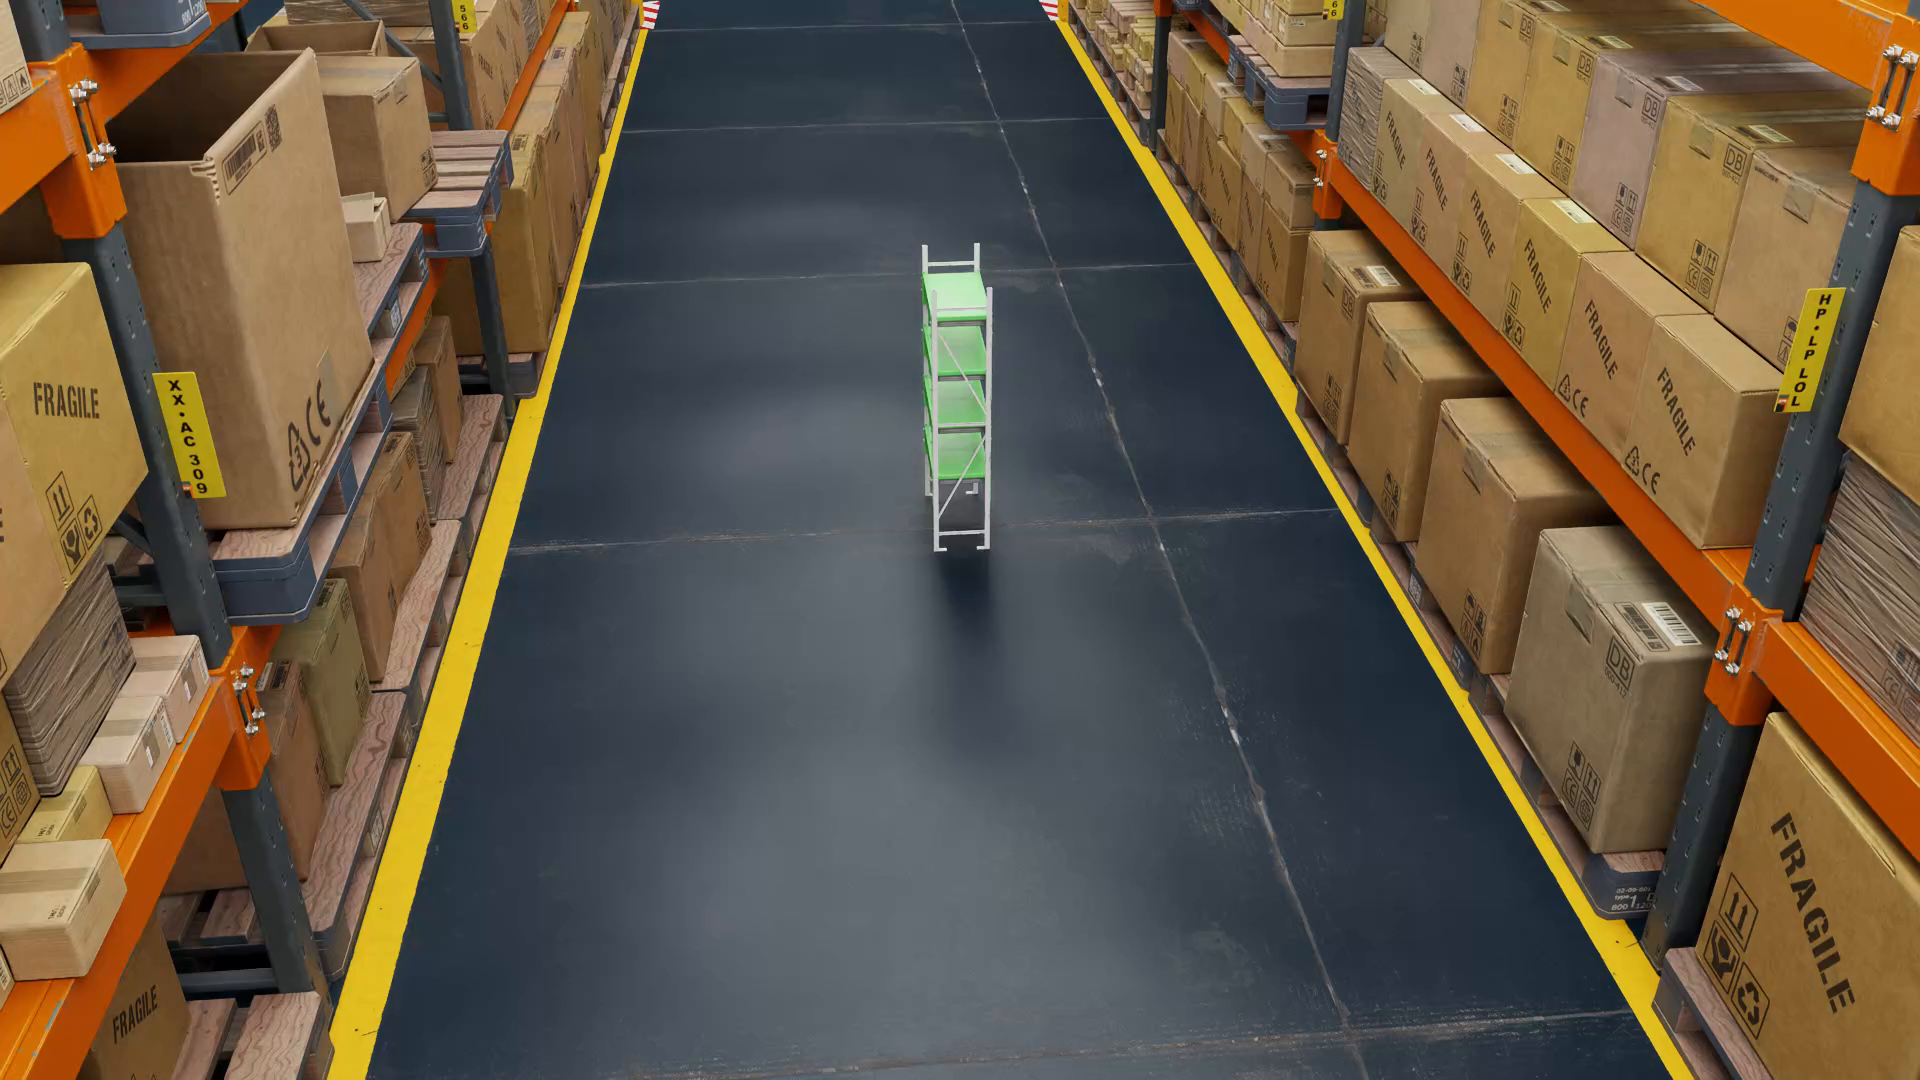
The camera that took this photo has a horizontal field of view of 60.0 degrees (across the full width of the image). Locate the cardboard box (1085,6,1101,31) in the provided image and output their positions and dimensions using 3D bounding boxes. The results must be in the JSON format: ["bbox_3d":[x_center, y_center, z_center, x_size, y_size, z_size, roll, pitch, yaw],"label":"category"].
[{"bbox_3d":[1.266,-4.435,14.120,0.380,0.149,0.250,-2,31,-4],"label":"cardboard box"}]

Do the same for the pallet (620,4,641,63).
[{"bbox_3d":[-3.310,-4.365,14.352,1.003,0.211,1.213,-3,31,-5],"label":"pallet"}]

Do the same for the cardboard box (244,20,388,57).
[{"bbox_3d":[-2.625,-1.832,6.885,0.500,0.500,0.500,-6,31,-11],"label":"cardboard box"}]

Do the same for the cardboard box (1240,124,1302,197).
[{"bbox_3d":[1.849,-2.092,9.123,0.500,0.250,0.500,-2,31,-4],"label":"cardboard box"}]

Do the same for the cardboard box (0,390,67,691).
[{"bbox_3d":[-1.978,0.032,2.909,0.500,0.500,0.500,-3,31,-5],"label":"cardboard box"}]

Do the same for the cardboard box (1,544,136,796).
[{"bbox_3d":[-2.361,0.222,3.566,0.875,0.500,0.500,-3,31,-5],"label":"cardboard box"}]

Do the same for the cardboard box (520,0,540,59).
[{"bbox_3d":[-2.637,-2.967,9.194,0.500,0.500,0.500,-3,31,-4],"label":"cardboard box"}]

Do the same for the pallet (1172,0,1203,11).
[{"bbox_3d":[1.785,-3.631,10.591,1.003,0.211,1.213,-3,31,-5],"label":"pallet"}]

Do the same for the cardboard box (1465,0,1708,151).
[{"bbox_3d":[2.363,-1.791,6.251,0.700,0.500,0.500,-3,31,-5],"label":"cardboard box"}]

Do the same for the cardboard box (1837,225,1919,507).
[{"bbox_3d":[2.606,-0.364,3.735,0.875,0.550,0.550,-3,31,-5],"label":"cardboard box"}]

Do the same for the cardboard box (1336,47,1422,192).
[{"bbox_3d":[2.005,-1.869,7.357,0.500,0.500,0.500,-2,31,-4],"label":"cardboard box"}]

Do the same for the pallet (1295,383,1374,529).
[{"bbox_3d":[2.231,-0.465,7.823,1.003,0.211,1.213,-3,31,-5],"label":"pallet"}]

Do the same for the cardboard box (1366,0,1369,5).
[{"bbox_3d":[2.307,-2.928,8.773,0.380,0.149,0.250,-3,31,-4],"label":"cardboard box"}]

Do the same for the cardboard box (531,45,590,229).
[{"bbox_3d":[-2.925,-2.411,10.023,1.225,0.875,0.875,-4,31,-6],"label":"cardboard box"}]

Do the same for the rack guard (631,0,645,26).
[{"bbox_3d":[-3.465,-4.906,14.976,1.175,0.500,0.348,-3,31,-5],"label":"rack guard"}]

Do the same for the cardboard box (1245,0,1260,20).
[{"bbox_3d":[1.679,-2.769,8.507,0.380,0.149,0.250,-2,31,-3],"label":"cardboard box"}]

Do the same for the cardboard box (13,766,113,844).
[{"bbox_3d":[-2.052,0.622,3.529,0.380,0.149,0.250,-3,31,-5],"label":"cardboard box"}]

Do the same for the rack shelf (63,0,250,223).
[{"bbox_3d":[-2.529,-1.840,5.182,1.077,0.370,4.000,-3,31,-5],"label":"rack shelf"}]

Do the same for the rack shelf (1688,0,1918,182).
[{"bbox_3d":[2.419,-2.026,5.494,1.077,0.370,4.000,-3,31,-5],"label":"rack shelf"}]

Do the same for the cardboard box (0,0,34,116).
[{"bbox_3d":[-2.039,-0.843,2.958,0.500,0.250,0.500,-2,31,-3],"label":"cardboard box"}]

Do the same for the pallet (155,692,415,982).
[{"bbox_3d":[-2.416,0.959,5.438,1.003,0.211,1.213,-3,31,-5],"label":"pallet"}]

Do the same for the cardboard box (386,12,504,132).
[{"bbox_3d":[-2.490,-2.187,7.888,0.500,0.500,0.500,-2,31,-3],"label":"cardboard box"}]

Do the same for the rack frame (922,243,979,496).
[{"bbox_3d":[-0.038,-0.724,7.292,0.240,1.200,0.015,-3,31,-5],"label":"rack frame"}]

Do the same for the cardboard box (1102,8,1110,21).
[{"bbox_3d":[1.394,-4.427,13.817,0.380,0.149,0.250,-4,31,-7],"label":"cardboard box"}]

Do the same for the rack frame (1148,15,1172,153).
[{"bbox_3d":[1.858,-4.111,11.207,1.000,3.000,0.127,-3,31,-5],"label":"rack frame"}]

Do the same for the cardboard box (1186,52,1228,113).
[{"bbox_3d":[1.717,-2.878,10.440,0.500,0.250,0.500,-2,31,-3],"label":"cardboard box"}]

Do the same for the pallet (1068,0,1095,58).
[{"bbox_3d":[1.532,-4.501,14.579,1.003,0.211,1.213,-3,31,-5],"label":"pallet"}]

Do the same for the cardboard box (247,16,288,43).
[{"bbox_3d":[-3.008,-2.165,7.853,0.500,0.500,0.500,-2,31,-3],"label":"cardboard box"}]

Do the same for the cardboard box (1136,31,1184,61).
[{"bbox_3d":[1.503,-3.620,12.176,0.380,0.149,0.250,-2,31,-4],"label":"cardboard box"}]

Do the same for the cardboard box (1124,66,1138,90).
[{"bbox_3d":[1.453,-3.519,12.588,0.380,0.149,0.250,-4,31,-6],"label":"cardboard box"}]

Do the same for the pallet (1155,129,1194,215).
[{"bbox_3d":[1.933,-2.516,11.257,1.003,0.211,1.213,-3,31,-5],"label":"pallet"}]

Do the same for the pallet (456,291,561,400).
[{"bbox_3d":[-2.714,-1.091,8.871,1.003,0.211,1.213,-3,31,-5],"label":"pallet"}]

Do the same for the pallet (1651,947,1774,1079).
[{"bbox_3d":[2.599,1.563,4.428,1.003,0.211,1.213,-3,31,-5],"label":"pallet"}]

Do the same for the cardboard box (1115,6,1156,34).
[{"bbox_3d":[1.408,-4.017,12.841,0.380,0.149,0.250,-4,31,-7],"label":"cardboard box"}]

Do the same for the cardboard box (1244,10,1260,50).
[{"bbox_3d":[1.682,-2.629,8.562,0.380,0.149,0.250,-2,31,-4],"label":"cardboard box"}]

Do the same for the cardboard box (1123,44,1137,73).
[{"bbox_3d":[1.432,-3.614,12.456,0.380,0.149,0.250,-4,31,-6],"label":"cardboard box"}]

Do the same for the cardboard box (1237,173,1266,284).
[{"bbox_3d":[1.866,-1.764,9.307,0.500,0.500,0.500,-2,31,-3],"label":"cardboard box"}]

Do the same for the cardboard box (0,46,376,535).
[{"bbox_3d":[-2.277,-0.690,4.486,1.000,1.000,1.000,-3,31,-4],"label":"cardboard box"}]

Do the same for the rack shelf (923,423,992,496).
[{"bbox_3d":[-0.015,-0.339,7.240,0.258,0.148,0.480,-3,31,-5],"label":"rack shelf"}]

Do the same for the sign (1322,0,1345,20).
[{"bbox_3d":[1.693,-2.501,7.460,0.100,0.325,0.005,-3,31,-5],"label":"sign"}]

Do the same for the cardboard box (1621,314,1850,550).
[{"bbox_3d":[2.291,-0.323,4.768,0.500,0.500,0.500,-3,31,-5],"label":"cardboard box"}]

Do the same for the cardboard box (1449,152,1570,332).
[{"bbox_3d":[2.147,-1.098,6.065,0.500,0.500,0.500,-3,31,-5],"label":"cardboard box"}]

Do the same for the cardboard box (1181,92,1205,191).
[{"bbox_3d":[1.714,-2.558,10.635,0.500,0.500,0.500,-1,31,-2],"label":"cardboard box"}]

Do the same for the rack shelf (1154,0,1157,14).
[{"bbox_3d":[1.671,-4.823,13.101,1.077,0.370,4.000,-3,31,-5],"label":"rack shelf"}]

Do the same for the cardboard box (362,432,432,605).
[{"bbox_3d":[-2.509,-0.085,6.476,0.700,0.500,0.500,0,31,0],"label":"cardboard box"}]

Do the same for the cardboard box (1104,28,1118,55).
[{"bbox_3d":[1.373,-4.037,13.455,0.380,0.149,0.250,-3,31,-5],"label":"cardboard box"}]

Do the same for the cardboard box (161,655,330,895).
[{"bbox_3d":[-2.378,0.729,5.112,0.700,0.500,0.500,-5,31,-8],"label":"cardboard box"}]

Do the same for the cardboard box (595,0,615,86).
[{"bbox_3d":[-3.155,-3.993,12.672,0.875,0.875,0.875,-3,31,-5],"label":"cardboard box"}]

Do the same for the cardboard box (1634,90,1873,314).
[{"bbox_3d":[2.504,-1.014,4.950,0.700,0.500,0.500,-3,31,-5],"label":"cardboard box"}]

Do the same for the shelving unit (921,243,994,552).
[{"bbox_3d":[-0.015,-0.600,7.084,0.258,1.200,0.503,-3,31,-5],"label":"shelving unit"}]

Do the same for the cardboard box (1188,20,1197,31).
[{"bbox_3d":[1.946,-3.911,12.662,0.380,0.149,0.250,-4,31,-6],"label":"cardboard box"}]

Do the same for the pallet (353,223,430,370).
[{"bbox_3d":[-2.490,-0.791,5.837,1.003,0.211,1.213,-3,31,-5],"label":"pallet"}]

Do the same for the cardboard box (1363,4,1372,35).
[{"bbox_3d":[2.314,-2.791,8.834,0.380,0.149,0.250,-1,31,-2],"label":"cardboard box"}]

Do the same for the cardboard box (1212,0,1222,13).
[{"bbox_3d":[1.614,-3.026,9.226,0.380,0.149,0.250,-2,31,-3],"label":"cardboard box"}]

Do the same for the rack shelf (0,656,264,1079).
[{"bbox_3d":[-2.155,1.490,2.532,1.077,0.370,4.000,-3,31,-5],"label":"rack shelf"}]

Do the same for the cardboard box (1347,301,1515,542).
[{"bbox_3d":[2.284,-0.522,6.982,1.050,0.750,0.750,-2,31,-4],"label":"cardboard box"}]
